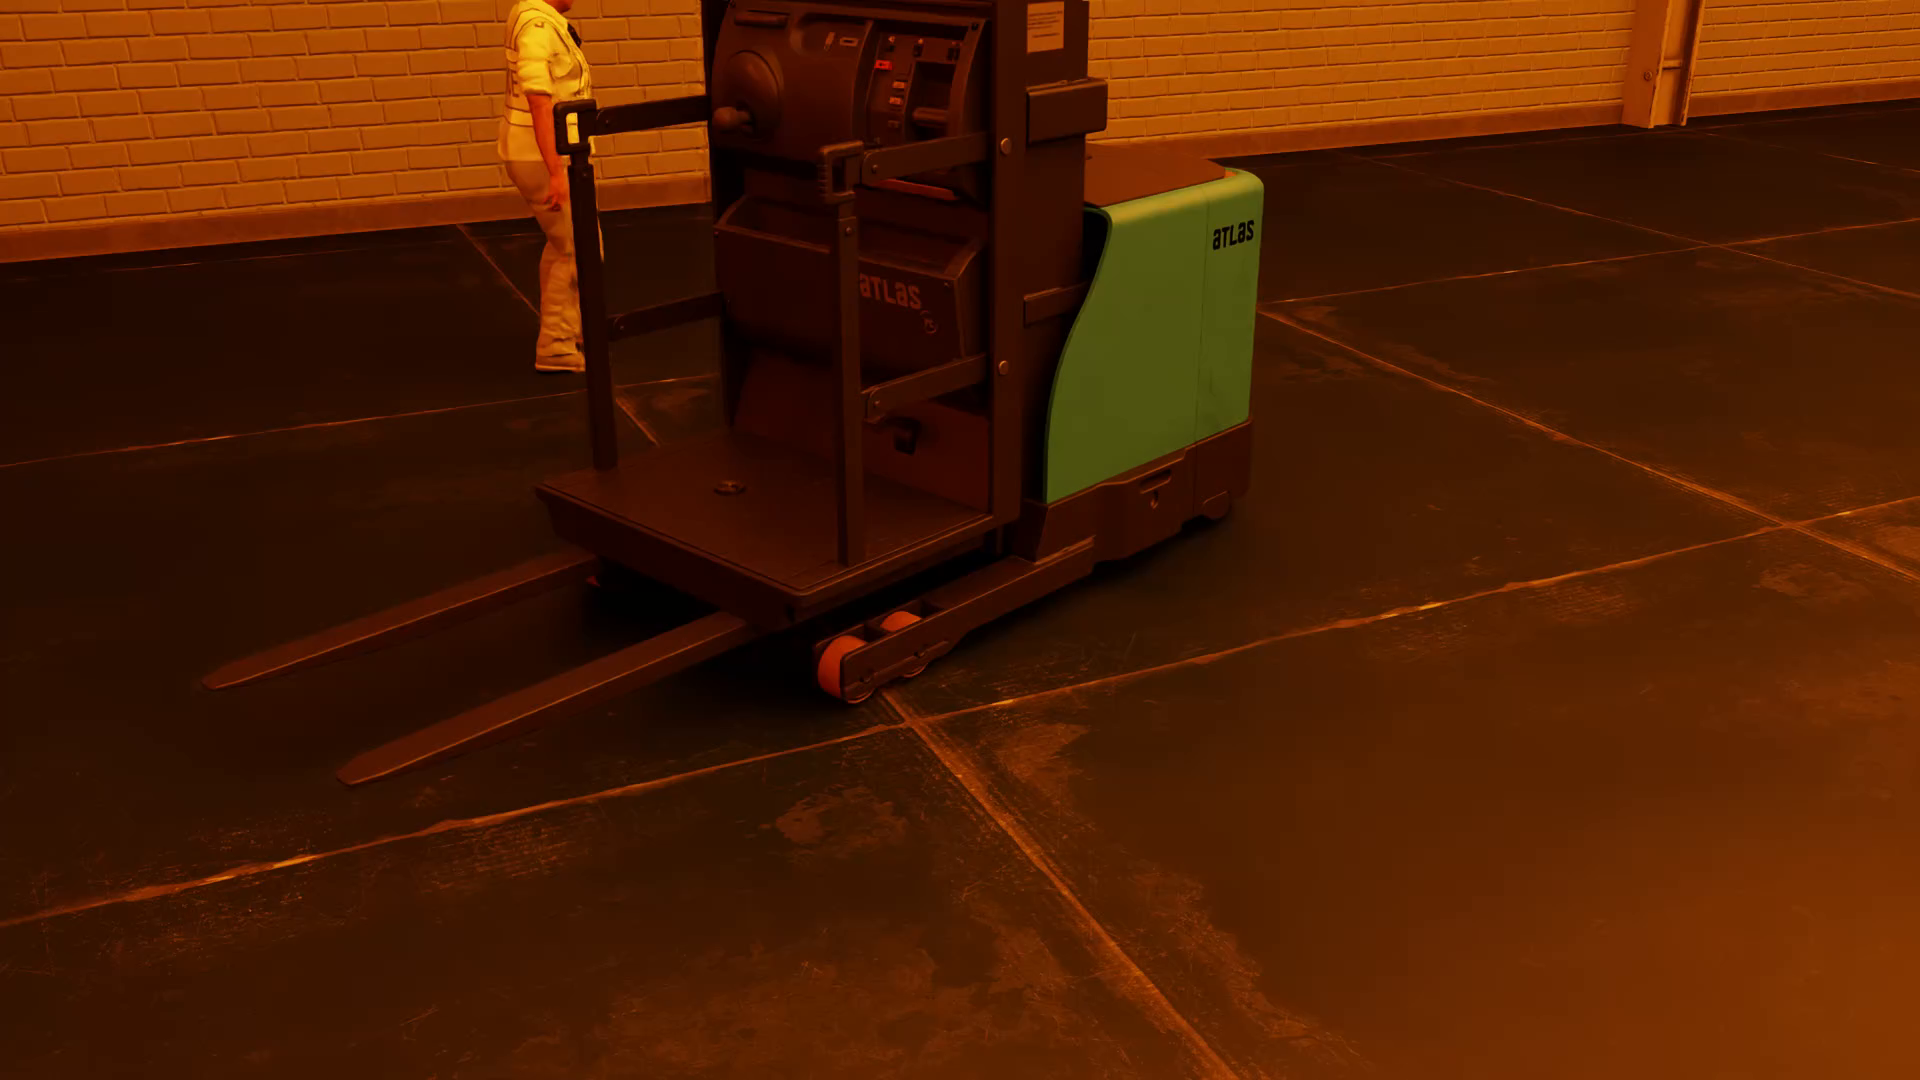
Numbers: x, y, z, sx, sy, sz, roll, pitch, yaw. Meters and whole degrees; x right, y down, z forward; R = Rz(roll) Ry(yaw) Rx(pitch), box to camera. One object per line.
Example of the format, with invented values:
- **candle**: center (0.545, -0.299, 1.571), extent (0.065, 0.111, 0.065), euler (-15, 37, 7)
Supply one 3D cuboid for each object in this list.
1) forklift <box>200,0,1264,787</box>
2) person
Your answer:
- **forklift**: center (-0.447, -1.168, 4.098), extent (1.130, 2.935, 3.031), euler (19, 29, 39)
- **person**: center (-1.604, -1.509, 6.598), extent (0.433, 1.646, 0.691), euler (-9, 24, -20)
